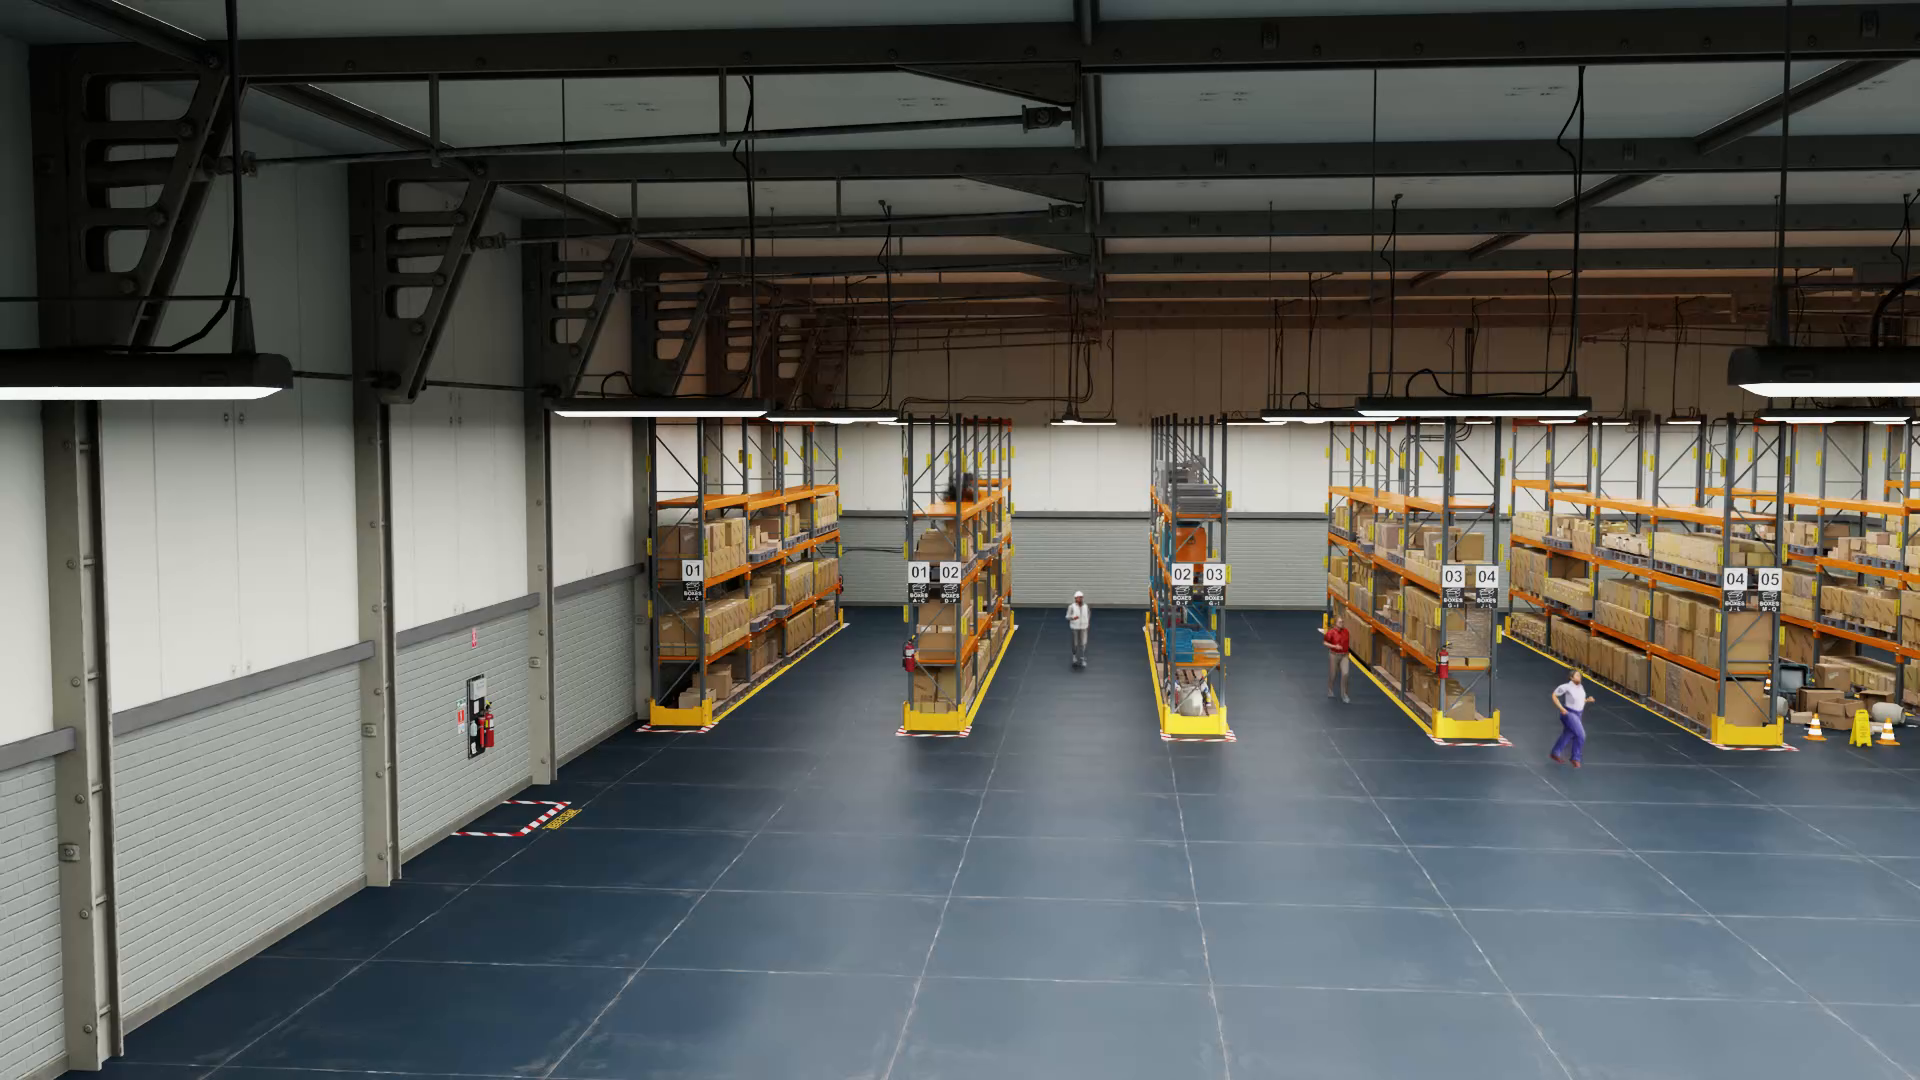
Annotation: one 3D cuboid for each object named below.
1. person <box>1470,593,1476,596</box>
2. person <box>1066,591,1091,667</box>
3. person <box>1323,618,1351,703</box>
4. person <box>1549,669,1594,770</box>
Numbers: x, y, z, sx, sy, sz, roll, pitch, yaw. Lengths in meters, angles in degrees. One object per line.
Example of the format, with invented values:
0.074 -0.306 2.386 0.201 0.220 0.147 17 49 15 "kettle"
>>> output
13.810 1.841 44.884 0.732 1.867 0.827 1 4 11 "person"
2.863 2.119 39.923 0.661 1.766 0.906 -1 4 -8 "person"
7.942 2.516 35.007 0.646 1.786 0.825 0 4 -6 "person"
10.346 3.037 28.113 0.733 1.706 0.573 4 5 44 "person"
